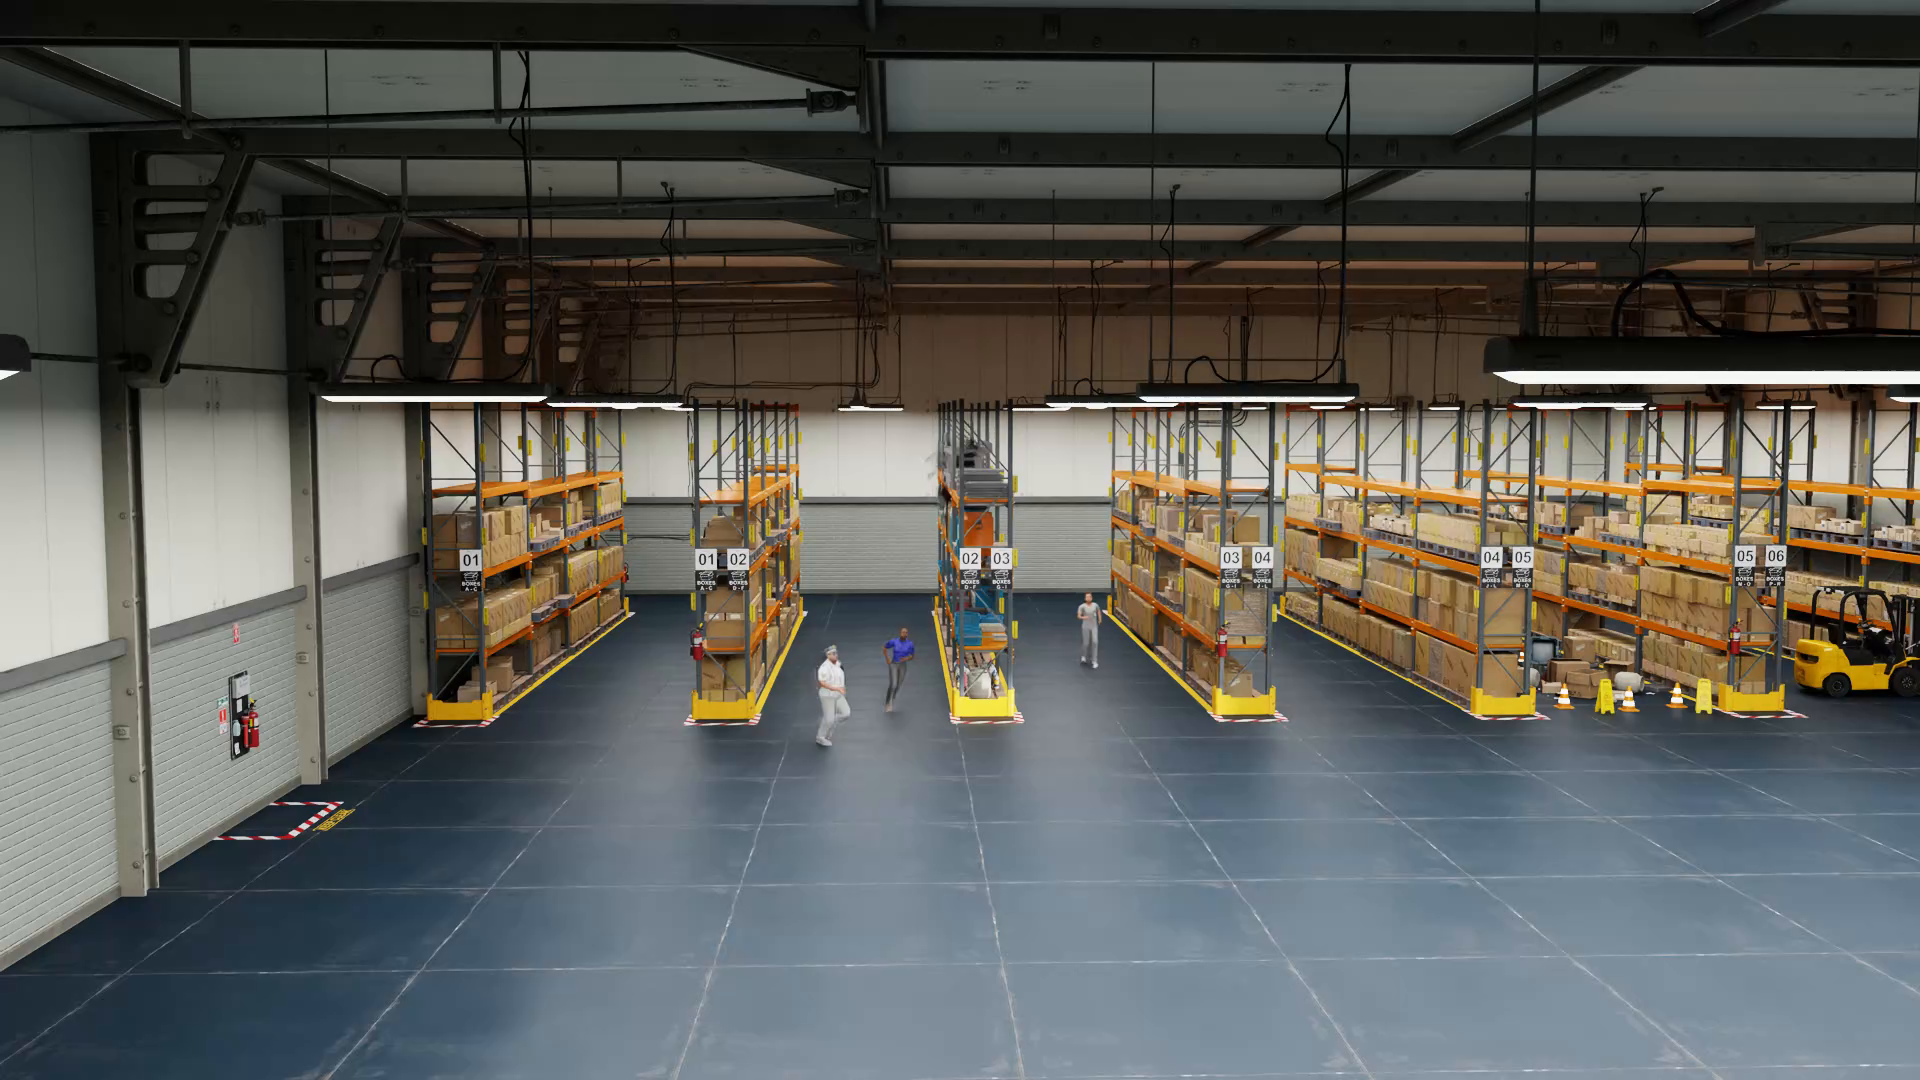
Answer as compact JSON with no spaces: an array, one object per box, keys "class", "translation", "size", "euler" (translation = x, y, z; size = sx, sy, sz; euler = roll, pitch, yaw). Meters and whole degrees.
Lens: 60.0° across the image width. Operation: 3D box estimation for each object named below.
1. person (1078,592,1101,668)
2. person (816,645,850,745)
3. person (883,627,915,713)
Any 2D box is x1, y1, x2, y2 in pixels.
[{"class":"person","translation":[2.948,2.019,37.773],"size":[0.573,1.674,0.956],"euler":[-1,4,-7]},{"class":"person","translation":[-2.171,2.677,28.756],"size":[0.692,1.732,0.693],"euler":[3,5,35]},{"class":"person","translation":[-1.183,2.503,31.985],"size":[0.608,1.684,0.640],"euler":[-1,5,-17]}]
